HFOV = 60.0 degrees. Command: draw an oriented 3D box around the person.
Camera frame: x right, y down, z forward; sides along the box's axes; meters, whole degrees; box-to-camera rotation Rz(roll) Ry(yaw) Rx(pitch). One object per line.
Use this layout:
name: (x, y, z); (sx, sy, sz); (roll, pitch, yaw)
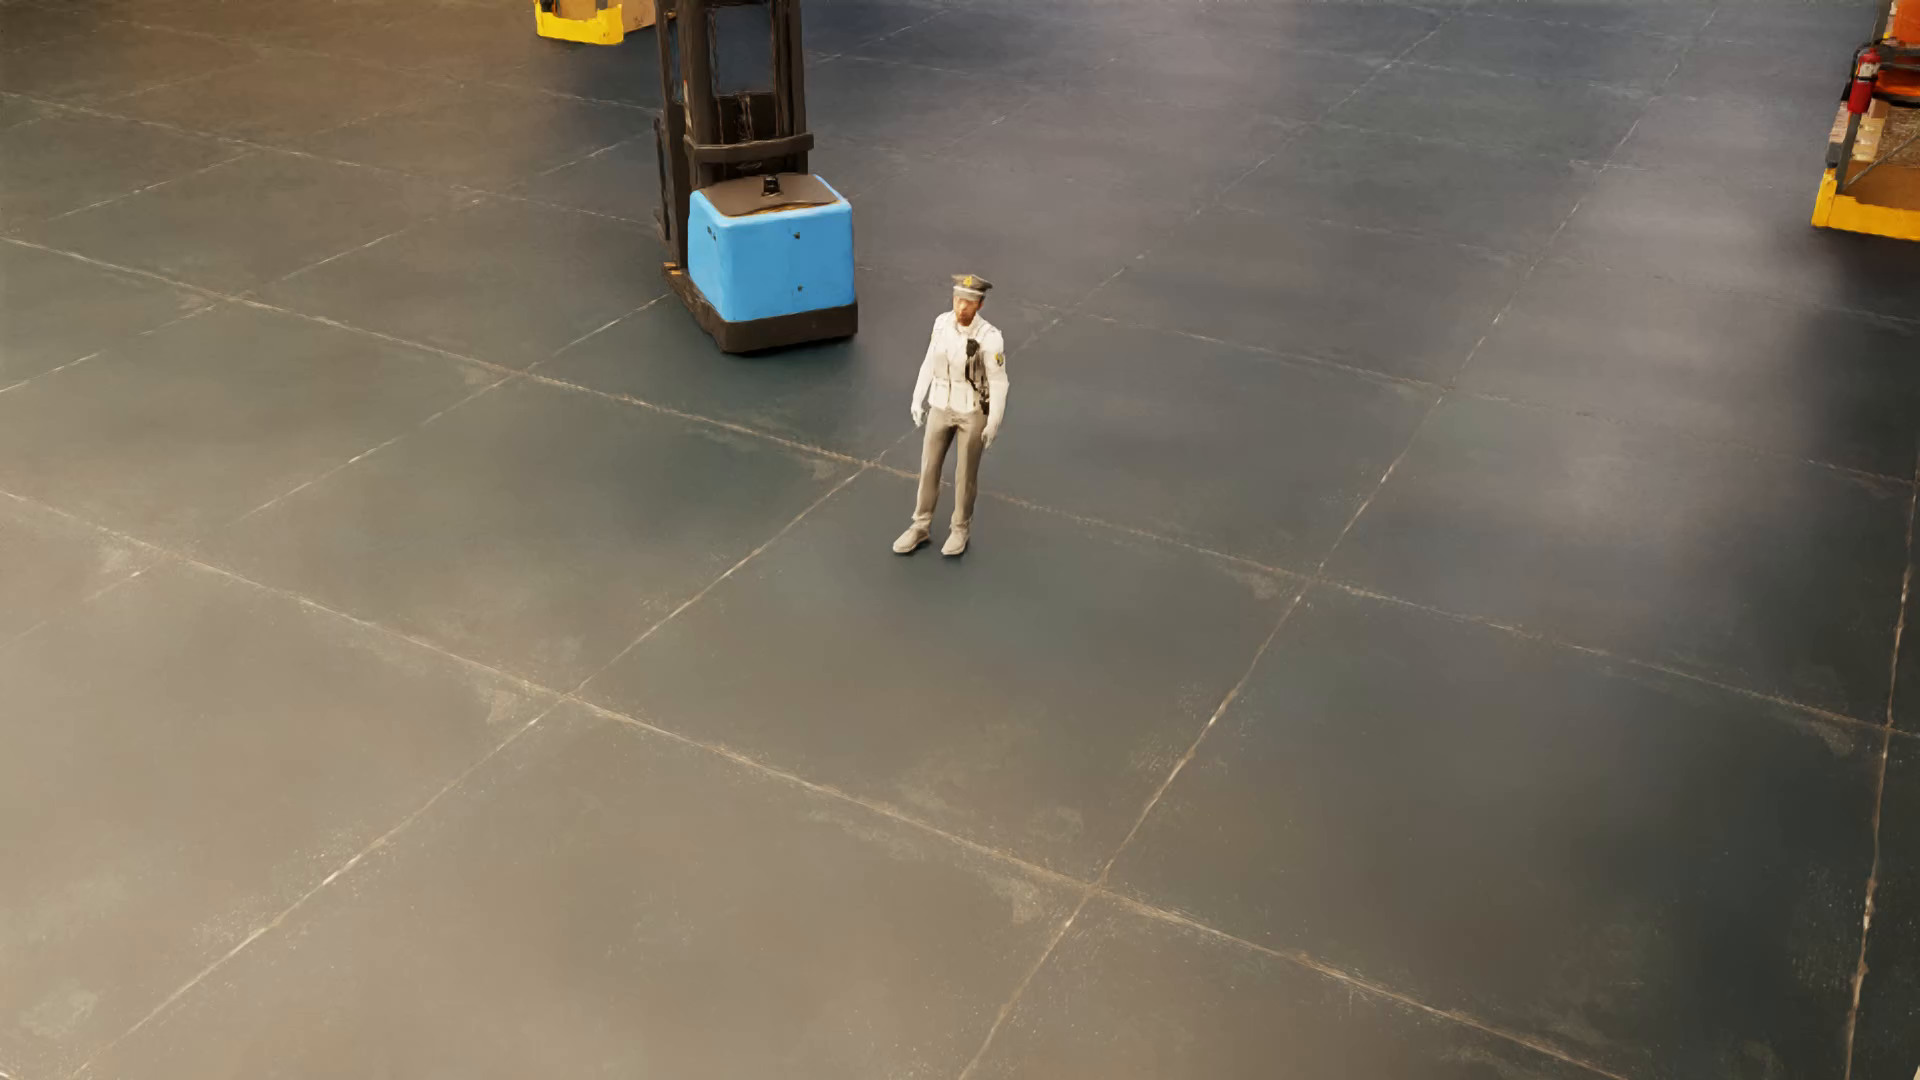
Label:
person: (-0.039, -0.711, 9.528); (0.586, 1.692, 0.533); (15, 33, 25)

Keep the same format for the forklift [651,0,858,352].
forklift: (-1.814, -3.371, 12.912); (1.130, 2.935, 3.031); (-12, 32, -20)
